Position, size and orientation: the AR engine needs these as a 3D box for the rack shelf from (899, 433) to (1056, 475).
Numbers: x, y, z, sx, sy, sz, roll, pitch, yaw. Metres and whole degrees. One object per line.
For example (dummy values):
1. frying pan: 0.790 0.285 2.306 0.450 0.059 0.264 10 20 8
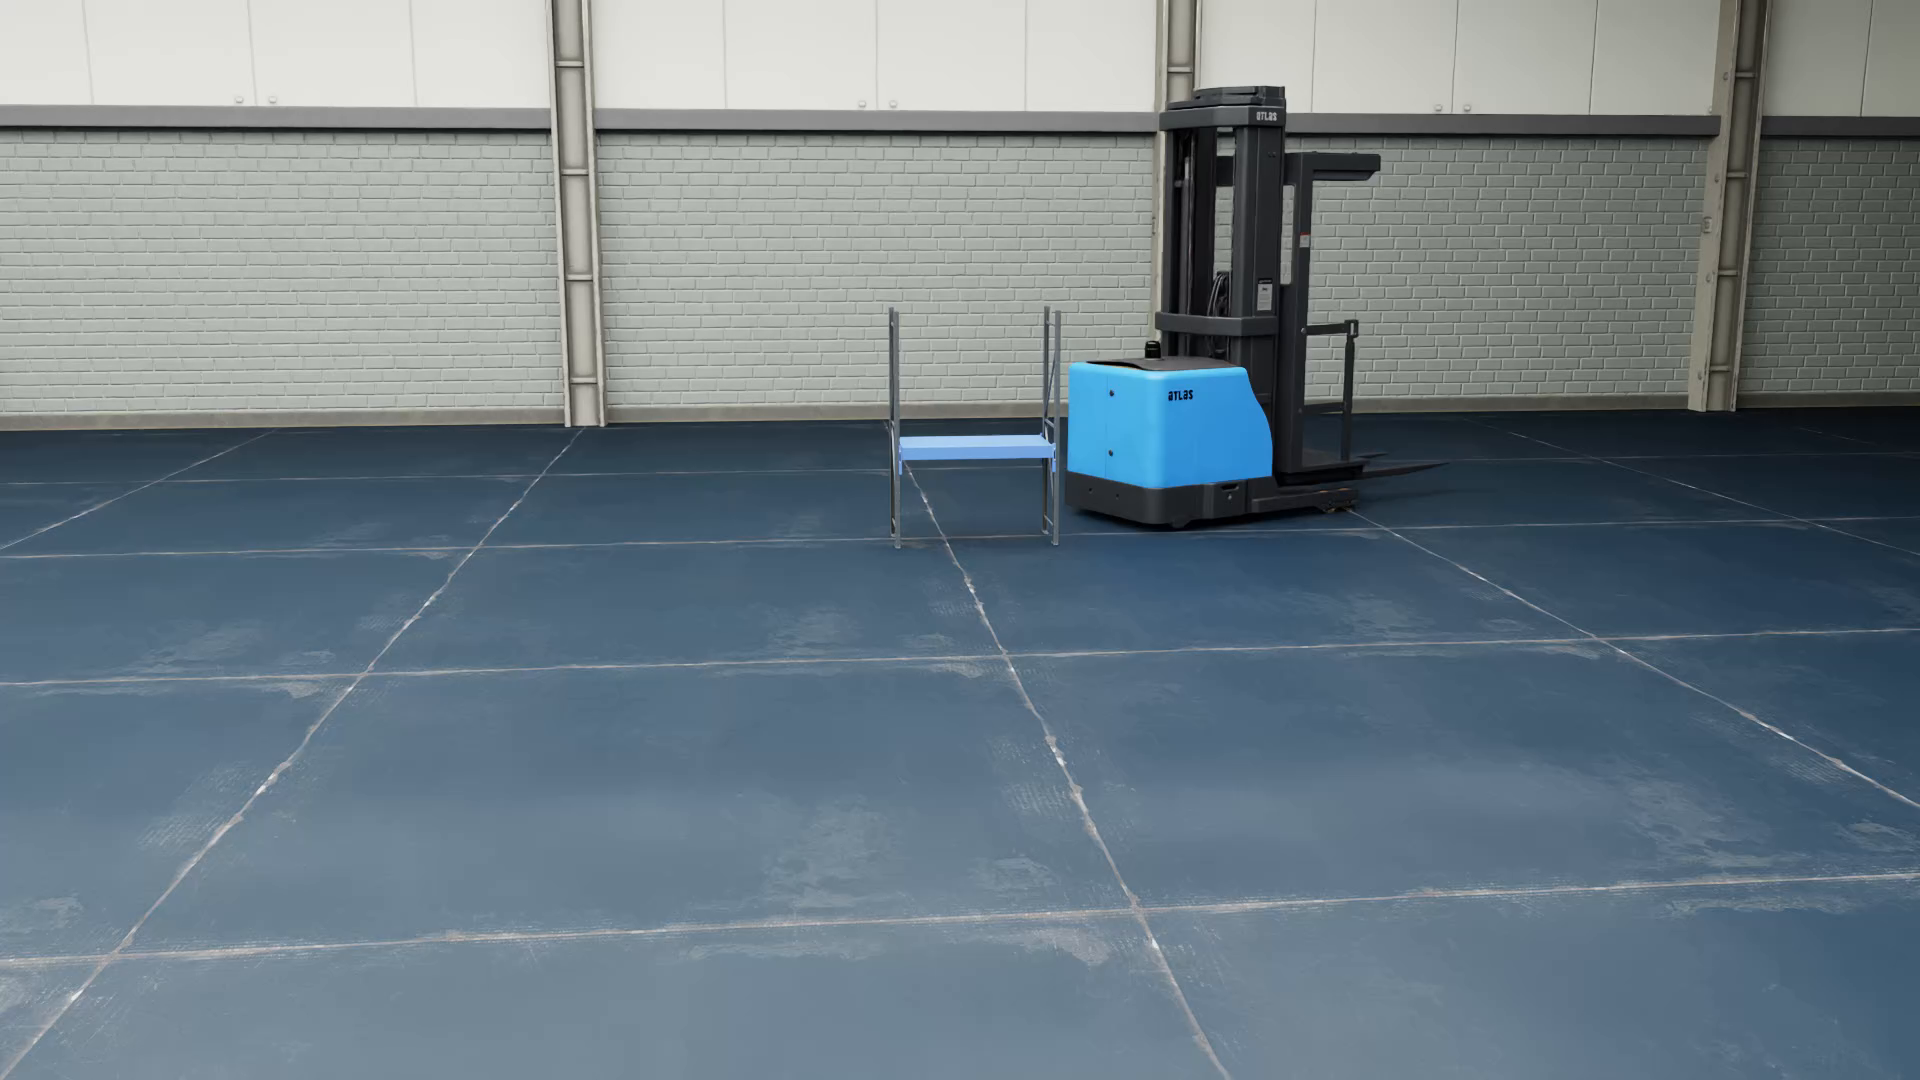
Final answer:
1. rack shelf: 0.085 -0.561 10.767 1.000 0.185 0.538 -1 11 -6

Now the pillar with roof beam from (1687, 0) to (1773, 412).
1. pillar with roof beam: 8.624 -5.006 13.003 0.400 9.000 9.100 -1 11 -6

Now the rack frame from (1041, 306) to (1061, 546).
1. rack frame: 0.590 -0.748 10.786 0.032 1.500 0.500 -1 11 -6

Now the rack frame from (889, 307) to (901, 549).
1. rack frame: -0.421 -0.727 10.679 0.032 1.500 0.500 -1 11 -6

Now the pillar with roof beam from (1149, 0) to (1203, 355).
1. pillar with roof beam: 2.659 -4.881 12.367 0.400 9.000 9.100 -1 11 -6

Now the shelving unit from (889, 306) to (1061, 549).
1. shelving unit: 0.085 -0.738 10.732 1.048 1.500 0.538 -1 11 -6

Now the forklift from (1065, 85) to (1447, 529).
1. forklift: 2.265 -1.705 11.945 3.031 2.935 1.130 -7 13 -32

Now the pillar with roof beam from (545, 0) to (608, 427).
1. pillar with roof beam: -3.306 -4.756 11.731 0.400 9.000 9.100 -1 11 -6
